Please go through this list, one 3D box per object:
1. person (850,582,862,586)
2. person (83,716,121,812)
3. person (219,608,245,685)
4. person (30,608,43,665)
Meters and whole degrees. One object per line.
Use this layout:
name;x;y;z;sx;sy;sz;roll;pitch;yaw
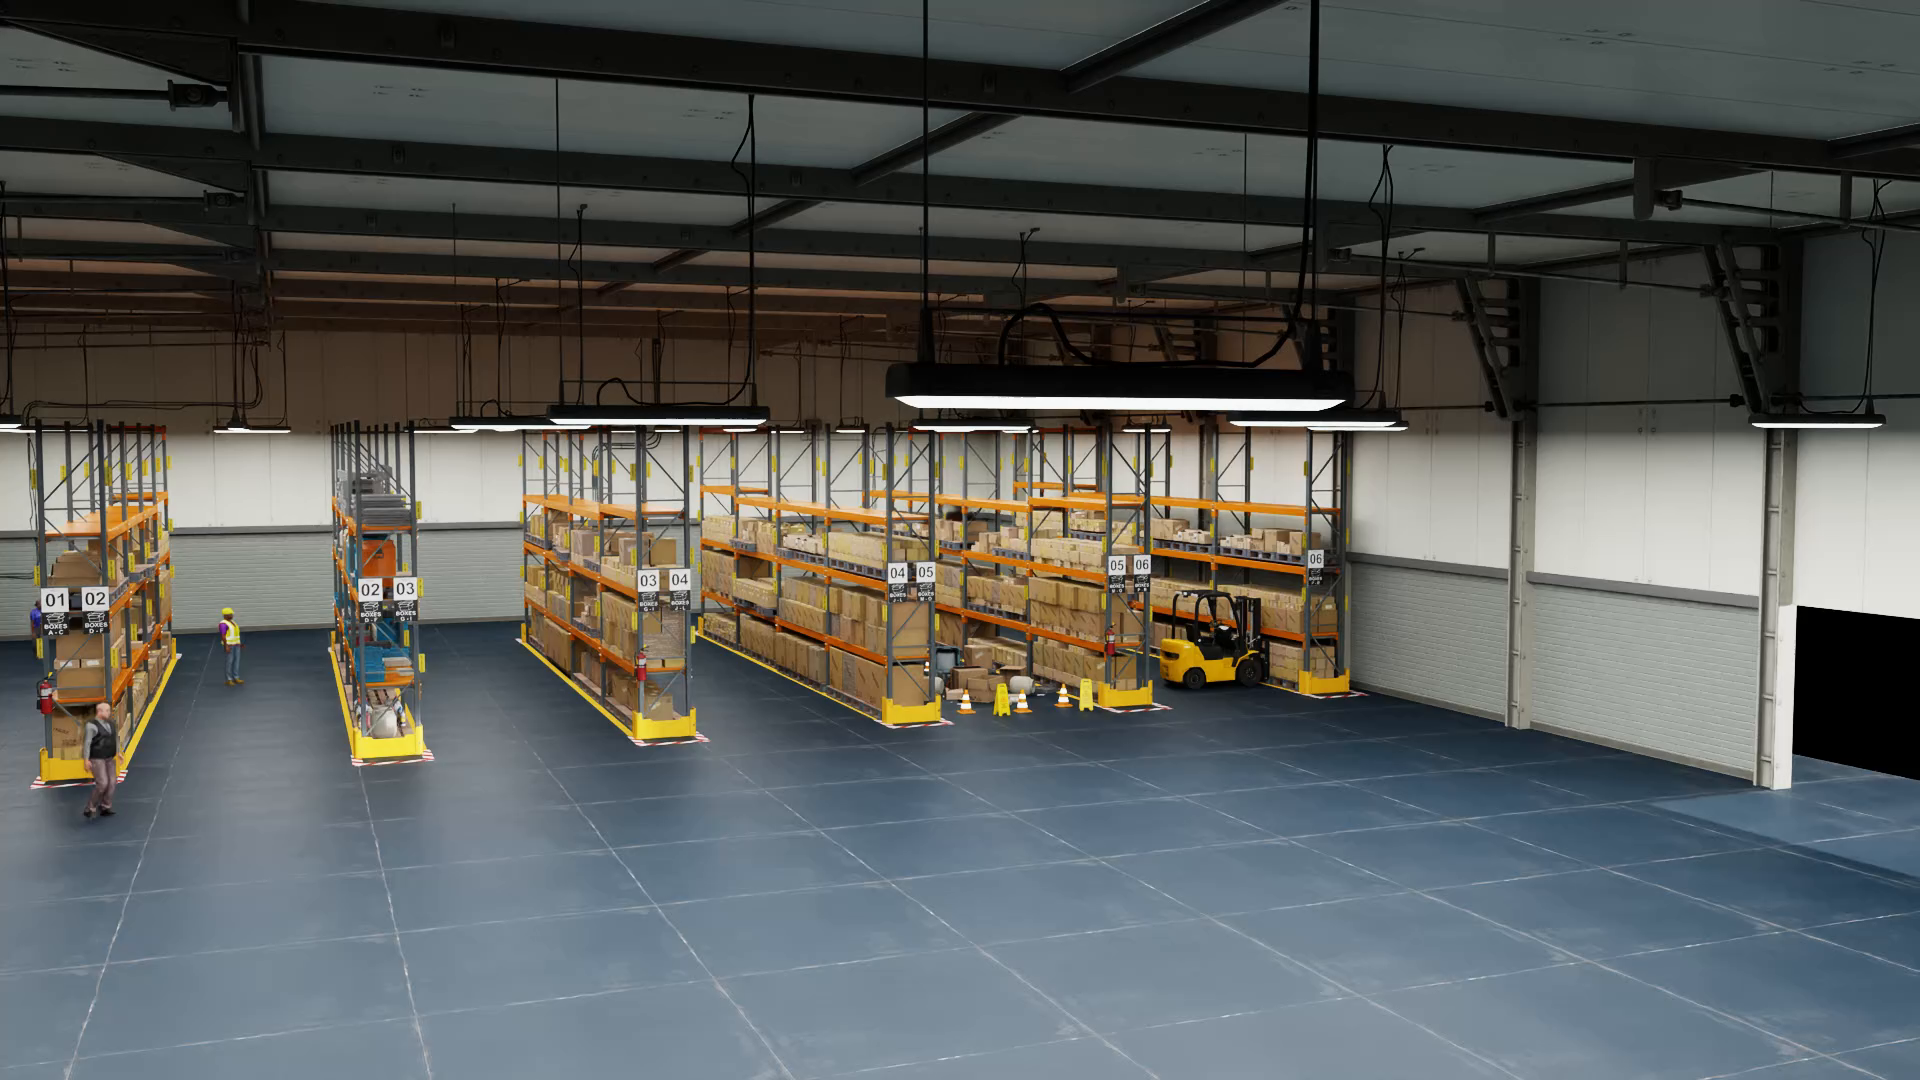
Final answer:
person;-3.252;1.646;52.494;1.002;1.624;0.501;-3;5;-42
person;-12.909;3.374;25.069;0.371;1.465;0.616;1;4;11
person;-16.840;2.454;38.495;0.495;1.790;0.623;1;4;16
person;-23.076;2.393;41.716;0.392;1.422;0.665;-2;4;-23
